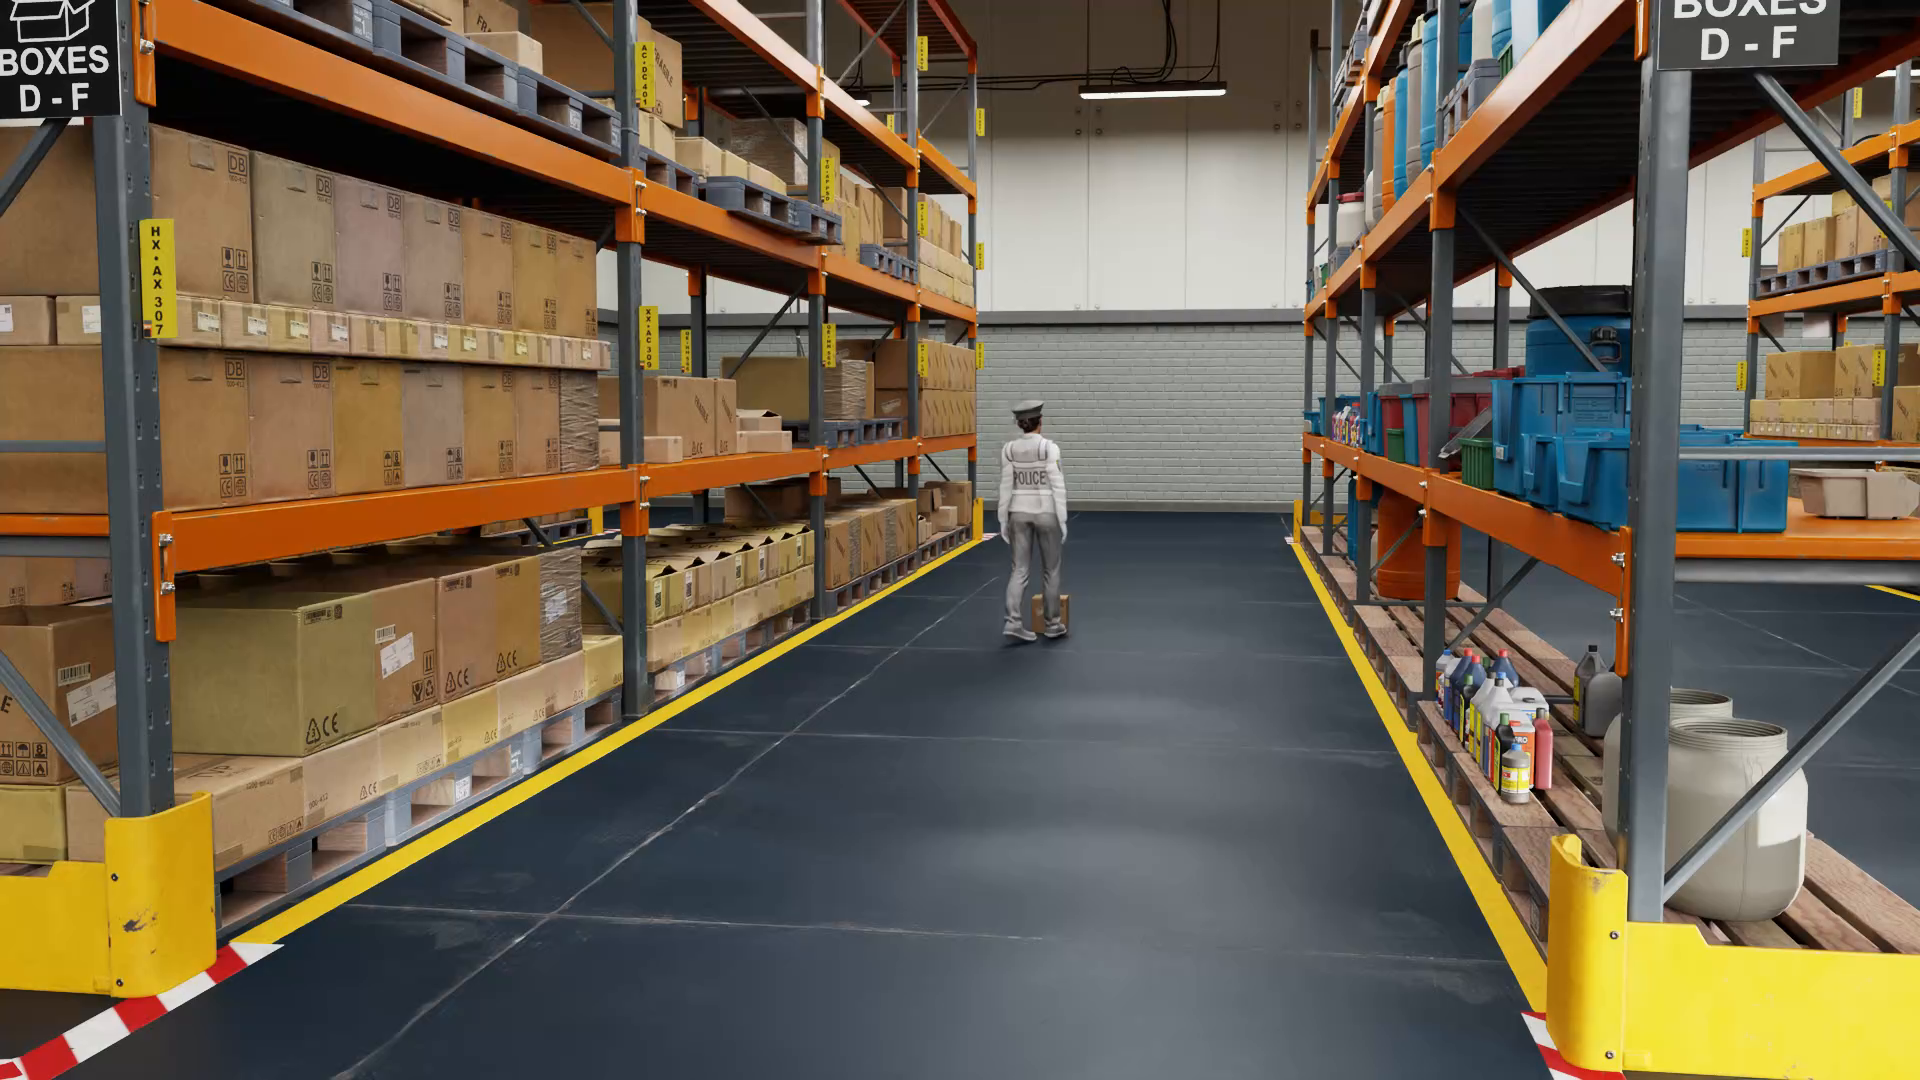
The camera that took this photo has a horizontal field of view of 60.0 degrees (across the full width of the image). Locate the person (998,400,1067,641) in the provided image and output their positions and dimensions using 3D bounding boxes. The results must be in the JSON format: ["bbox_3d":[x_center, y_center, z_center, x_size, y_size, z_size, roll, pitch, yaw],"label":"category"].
[{"bbox_3d":[0.524,-0.140,11.534,0.518,1.663,0.683,2,5,23],"label":"person"}]
